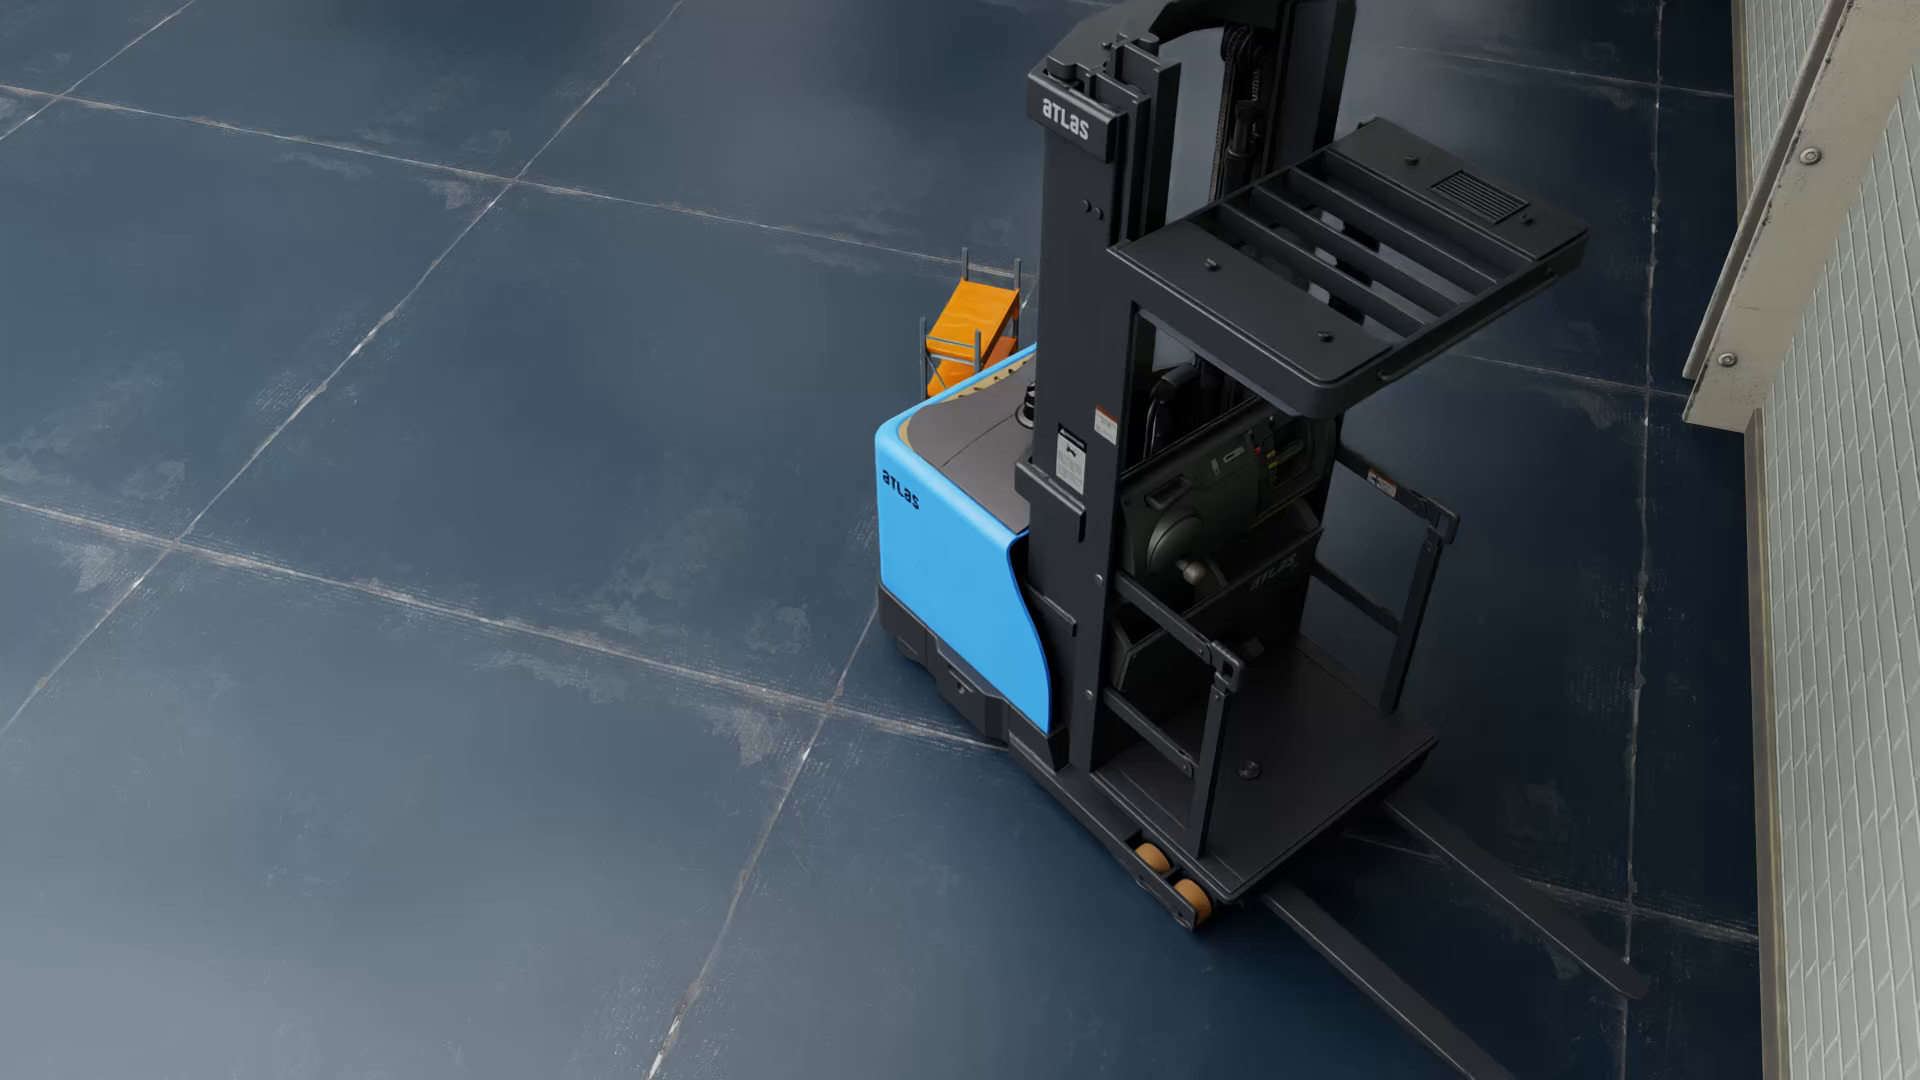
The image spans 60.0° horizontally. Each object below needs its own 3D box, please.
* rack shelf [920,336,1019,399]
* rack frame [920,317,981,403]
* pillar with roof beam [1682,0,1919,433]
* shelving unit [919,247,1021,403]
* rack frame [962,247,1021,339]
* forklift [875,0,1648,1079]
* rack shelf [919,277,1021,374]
[{"bbox_3d":[0.044,-0.655,6.737,0.258,0.148,0.480,14,46,14],"label":"rack shelf"},{"bbox_3d":[-0.037,-0.383,6.682,0.240,1.200,0.015,14,46,14],"label":"rack frame"},{"bbox_3d":[-0.545,-4.778,5.598,9.100,9.000,0.400,13,46,13],"label":"pillar with roof beam"},{"bbox_3d":[0.044,-0.544,6.847,0.258,1.200,0.503,14,46,14],"label":"shelving unit"},{"bbox_3d":[0.125,-0.705,7.011,0.240,1.200,0.015,14,46,14],"label":"rack frame"},{"bbox_3d":[0.997,-0.108,5.164,1.130,2.935,3.031,-30,52,-27],"label":"forklift"},{"bbox_3d":[0.044,-0.824,6.572,0.258,0.148,0.480,14,46,14],"label":"rack shelf"}]
